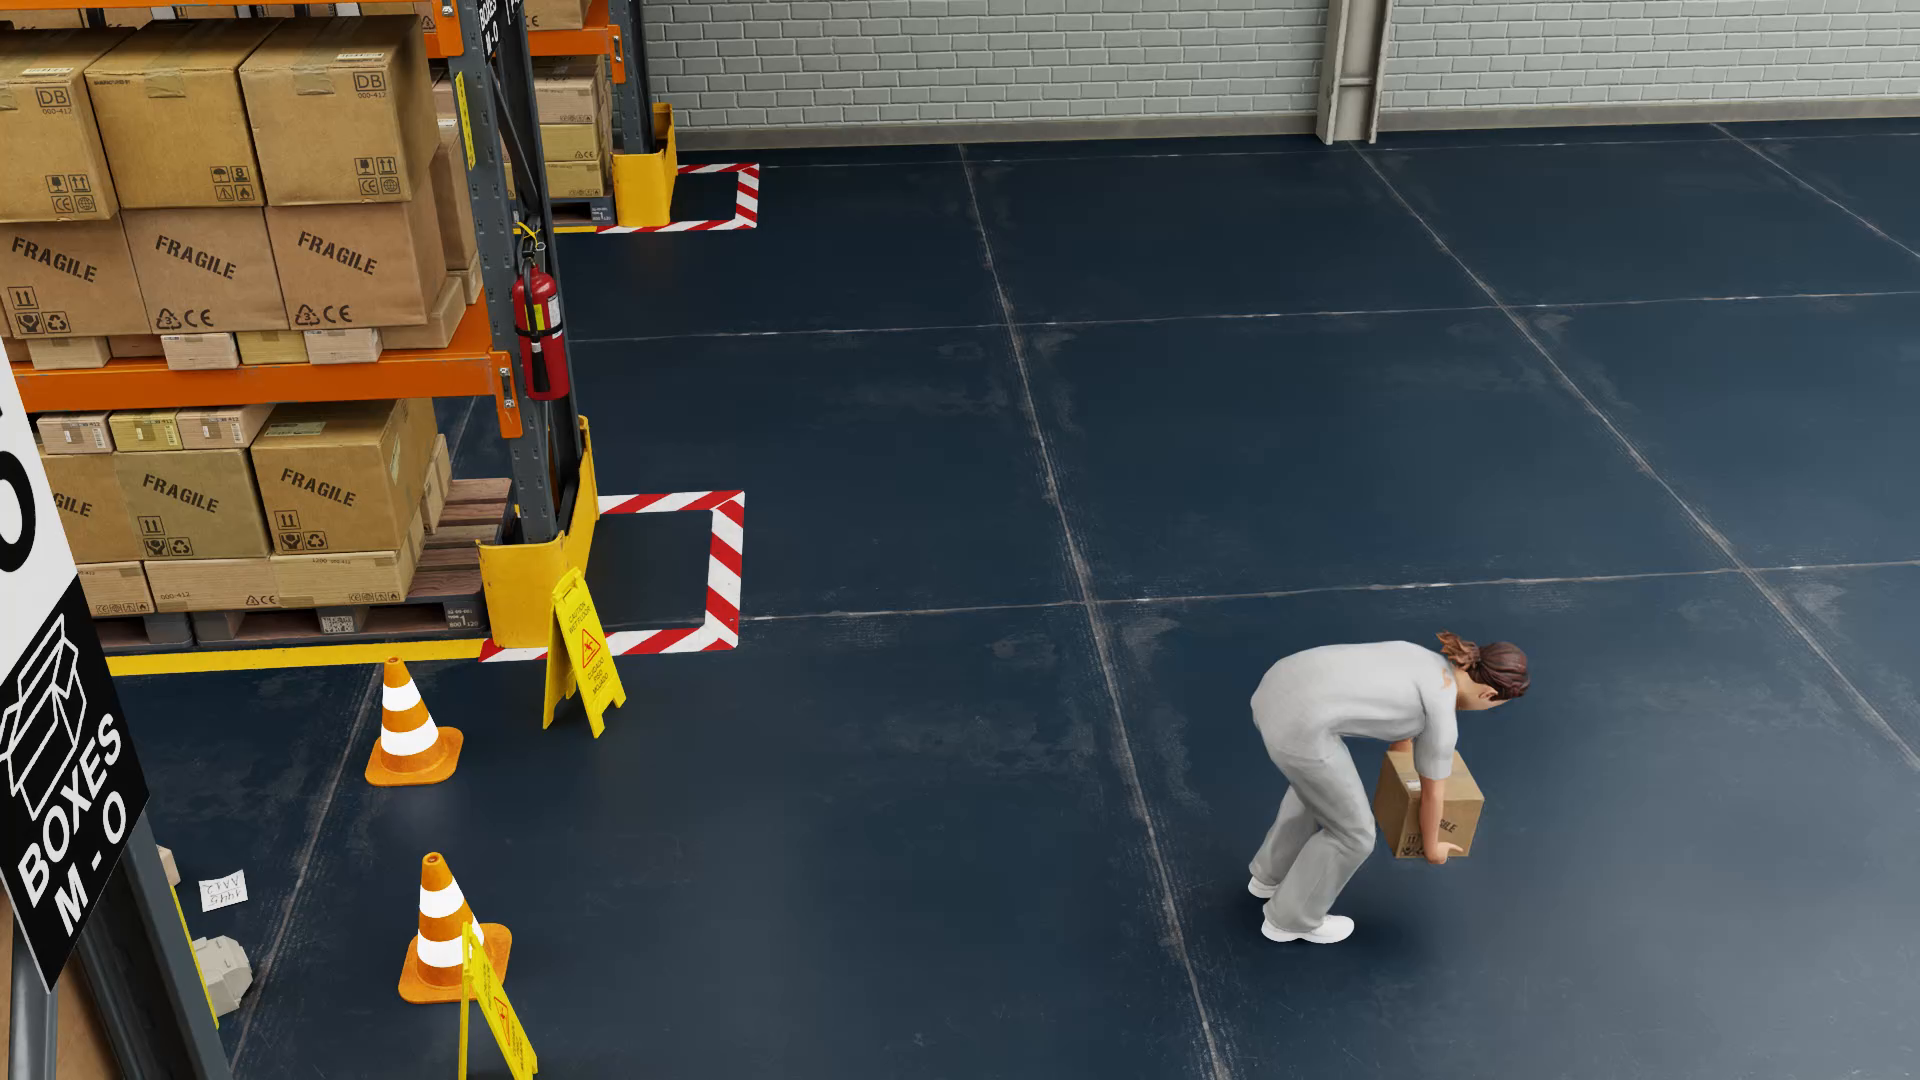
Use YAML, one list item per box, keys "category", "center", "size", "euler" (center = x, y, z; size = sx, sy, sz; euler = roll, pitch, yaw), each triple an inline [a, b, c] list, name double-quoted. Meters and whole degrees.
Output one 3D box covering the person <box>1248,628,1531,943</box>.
- category: "person"
  center: [1.361, 0.793, 5.414]
  size: [0.873, 1.068, 0.429]
  euler: [-4, 31, -6]
